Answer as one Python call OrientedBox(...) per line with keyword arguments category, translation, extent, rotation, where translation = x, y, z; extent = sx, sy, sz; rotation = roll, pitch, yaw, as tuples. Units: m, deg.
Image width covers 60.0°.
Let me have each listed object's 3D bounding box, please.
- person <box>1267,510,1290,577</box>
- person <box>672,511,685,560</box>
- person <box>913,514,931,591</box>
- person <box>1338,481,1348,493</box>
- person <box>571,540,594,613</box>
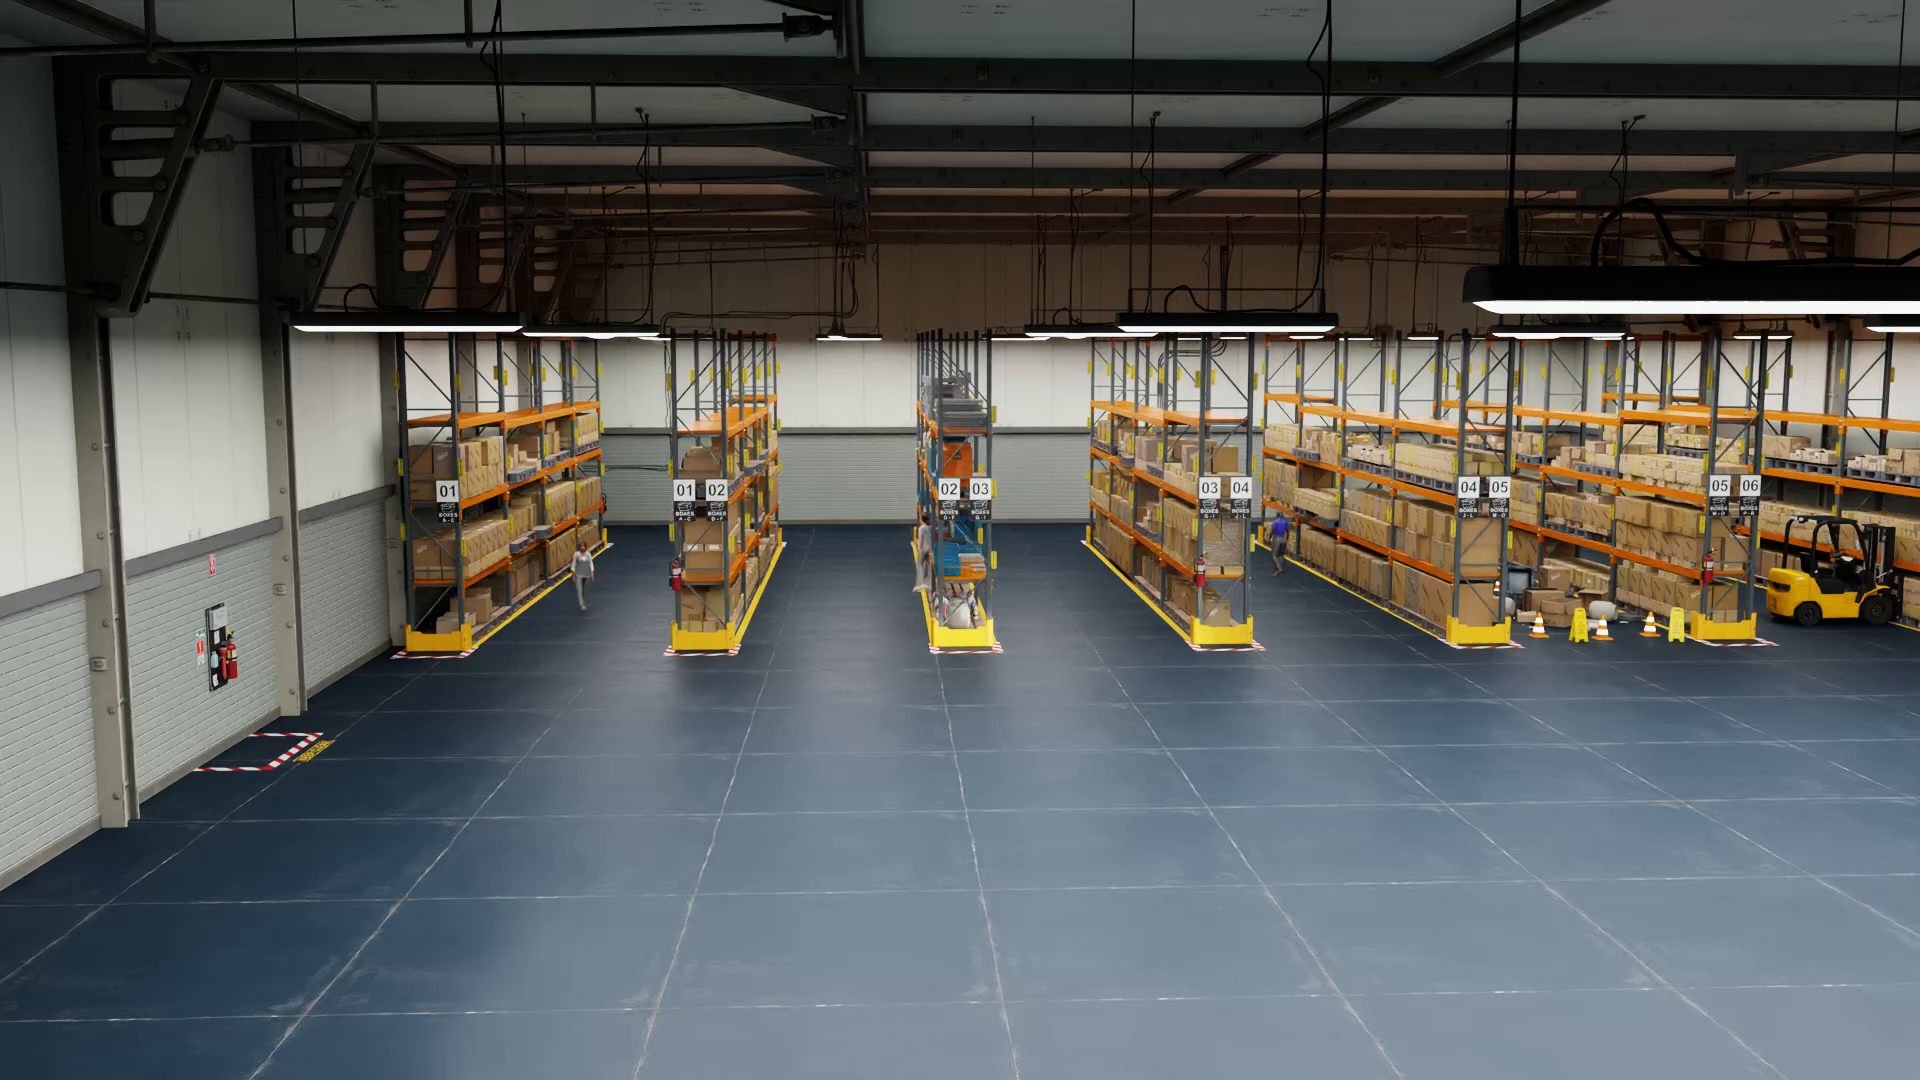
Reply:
OrientedBox(category="person", translation=(7.942, 0.078, 41.134), extent=(0.518, 1.644, 0.578), rotation=(-2, 7, -19))
OrientedBox(category="person", translation=(-7.380, -0.278, 44.147), extent=(0.563, 1.568, 1.074), rotation=(0, 7, 0))
OrientedBox(category="person", translation=(-0.727, 0.286, 36.843), extent=(0.473, 1.722, 0.546), rotation=(-5, 8, -34))
OrientedBox(category="person", translation=(11.259, -0.922, 49.107), extent=(1.048, 1.728, 0.532), rotation=(-1, 7, -9))
OrientedBox(category="person", translation=(-8.012, 0.772, 35.381), extent=(0.439, 1.535, 1.016), rotation=(-4, 8, -32))
